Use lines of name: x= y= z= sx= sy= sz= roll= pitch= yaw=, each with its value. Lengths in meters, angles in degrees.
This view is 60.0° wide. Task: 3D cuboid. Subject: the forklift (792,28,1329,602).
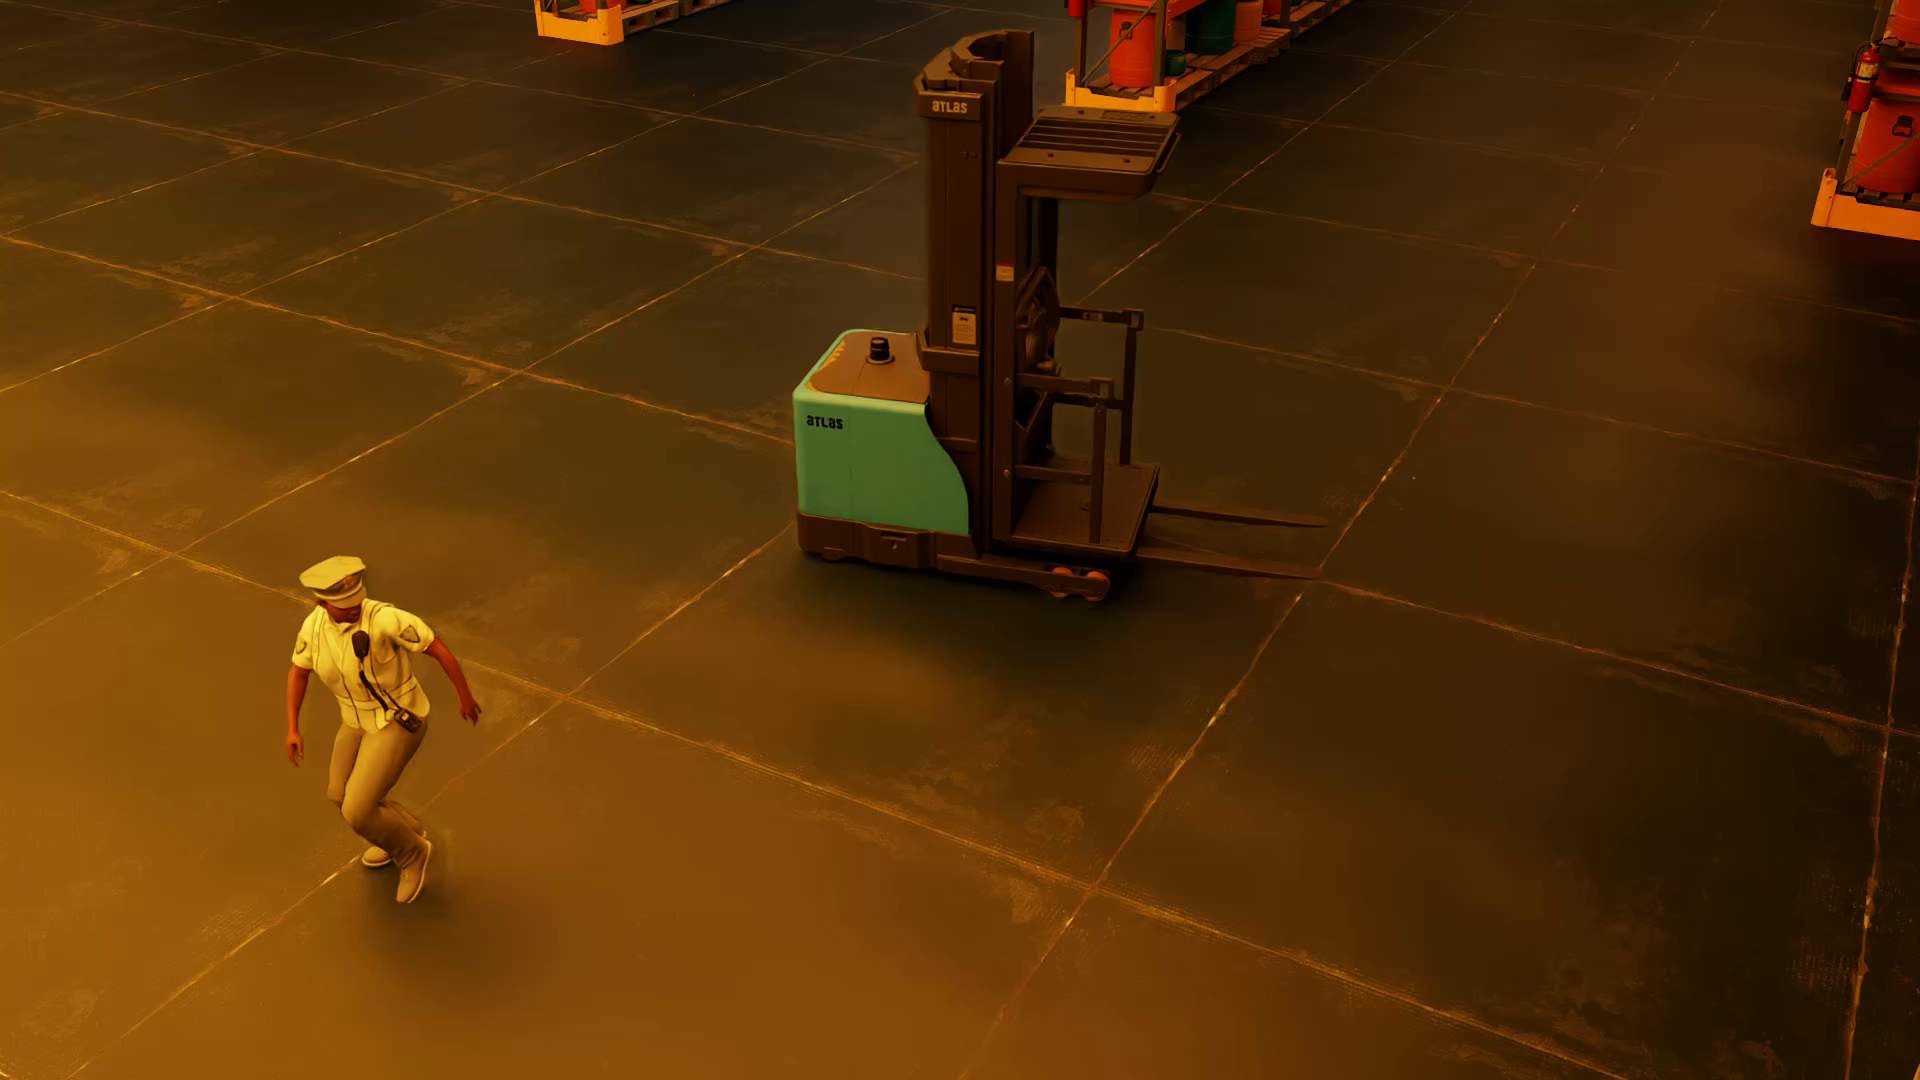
forklift: x=0.616 y=-1.216 z=9.178 sx=3.031 sy=2.935 sz=1.130 roll=7 pitch=31 yaw=13

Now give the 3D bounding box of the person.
person: x=-2.489 y=0.798 z=7.065 sx=0.633 sy=1.613 sz=0.681 roll=19 pitch=35 yaw=29
